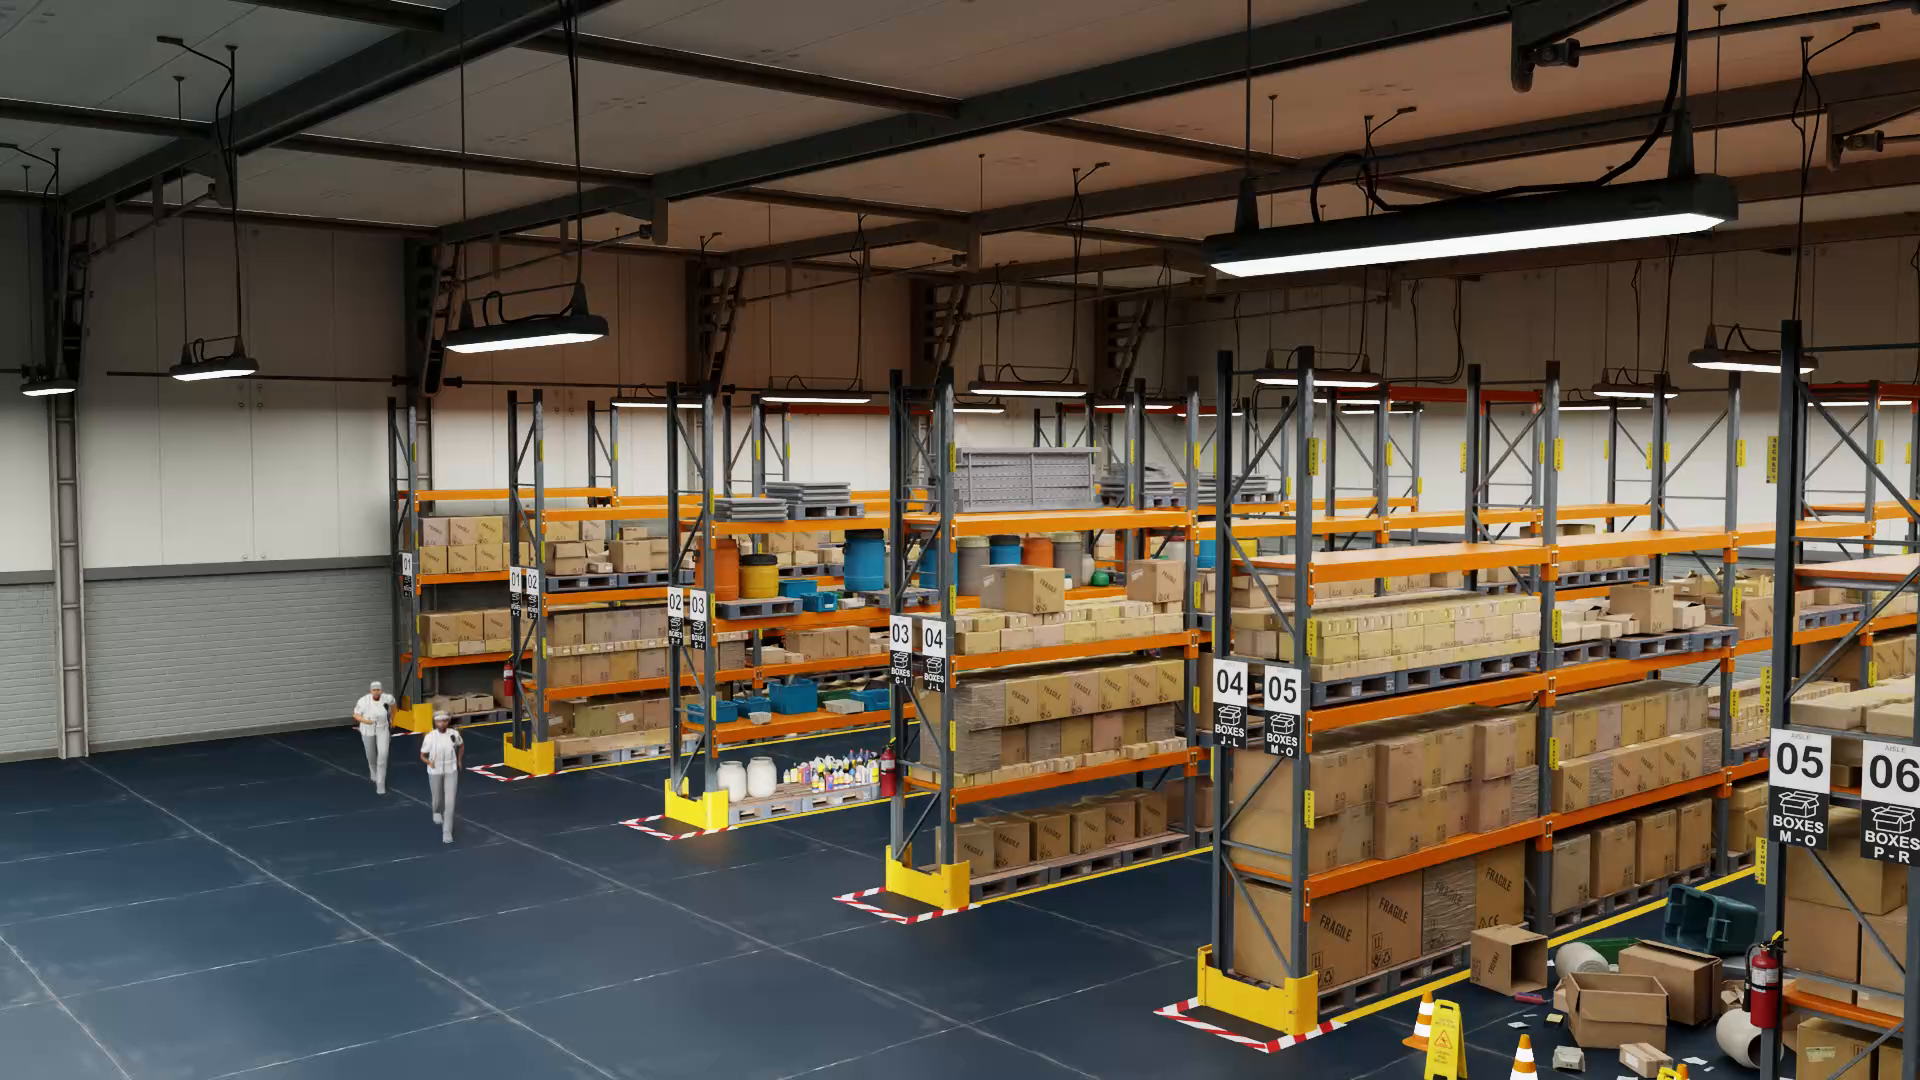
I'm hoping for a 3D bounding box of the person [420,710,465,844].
[{"bbox_3d":[-6.771,3.059,21.815,0.565,1.702,0.870,-1,4,-22],"label":"person"}]

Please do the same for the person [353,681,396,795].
[{"bbox_3d":[-8.729,2.910,24.832,0.606,1.676,1.017,-1,4,-18],"label":"person"}]

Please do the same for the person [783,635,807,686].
[{"bbox_3d":[-3.068,2.552,32.136,0.871,1.539,0.549,-3,5,-44],"label":"person"}]
